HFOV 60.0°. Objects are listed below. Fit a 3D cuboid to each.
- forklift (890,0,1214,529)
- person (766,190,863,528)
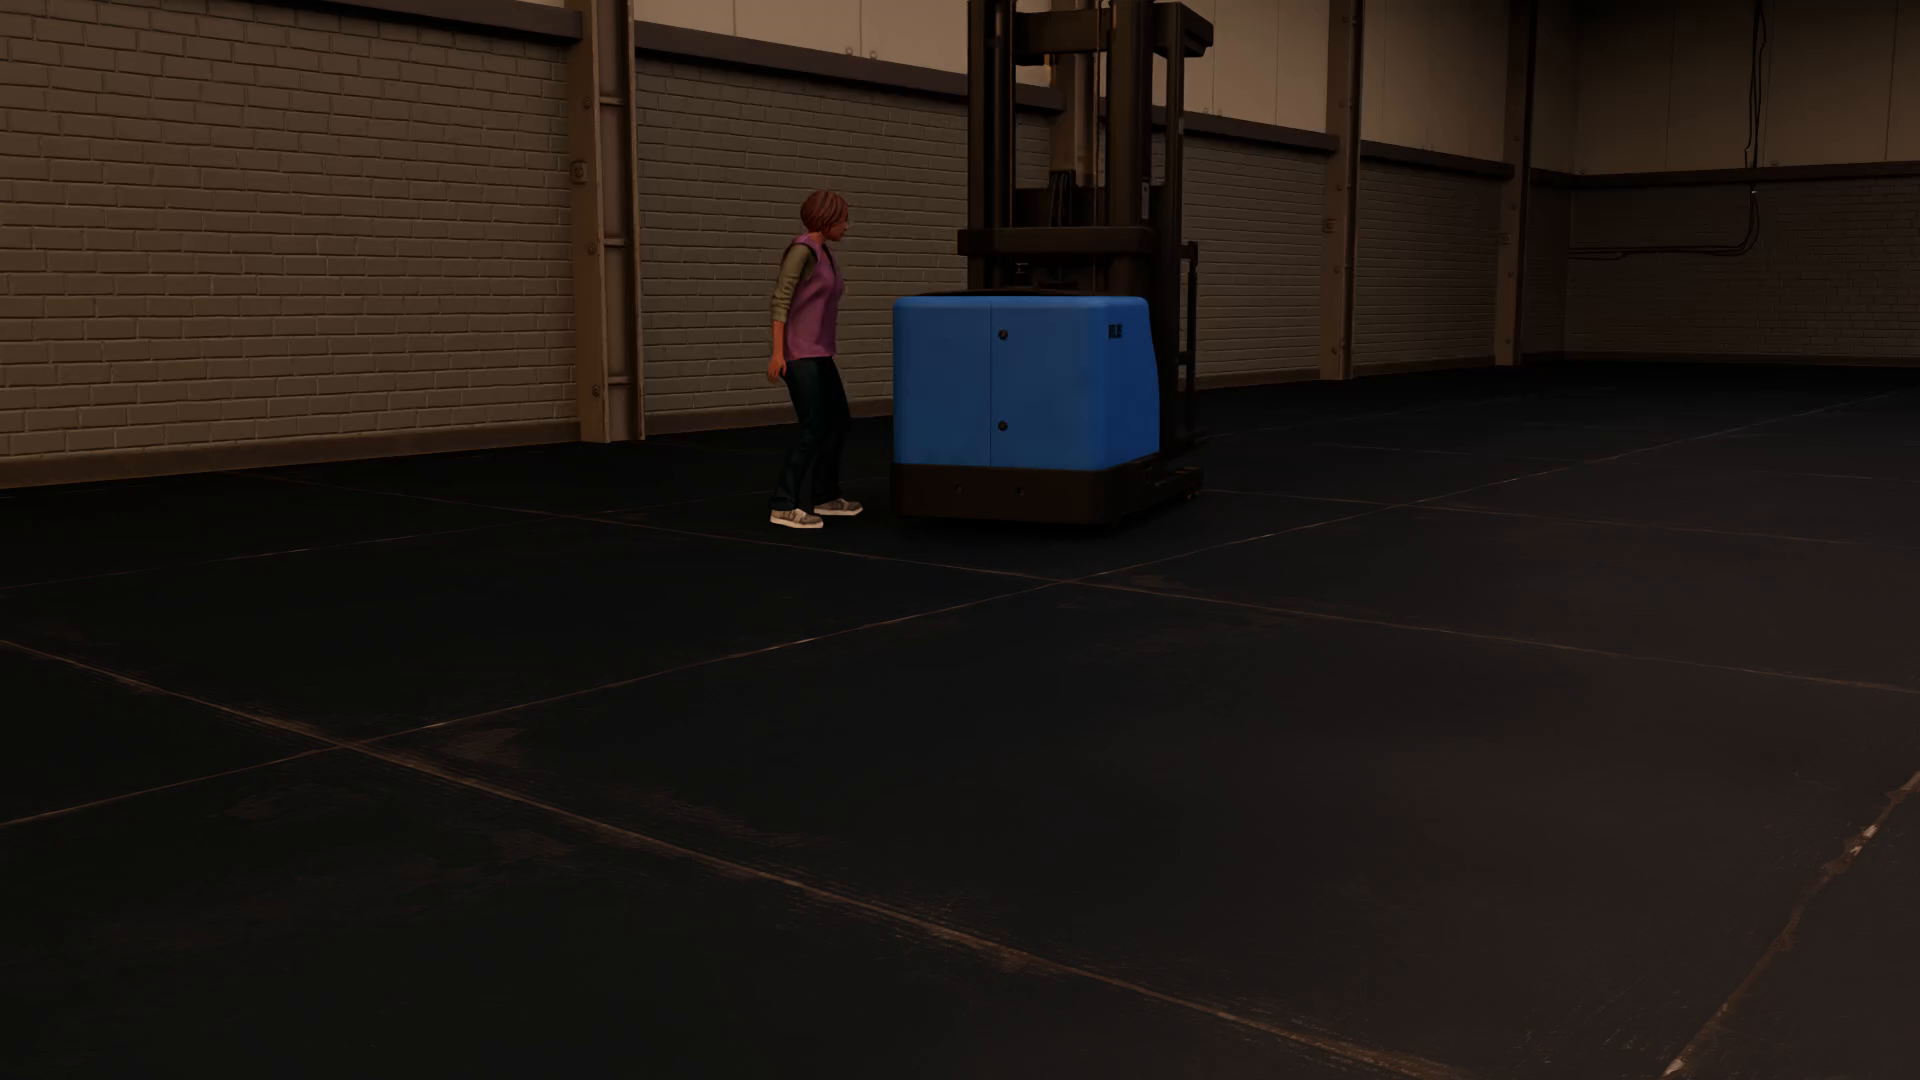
[{"bbox_3d":[0.679,-1.674,8.718,1.130,2.935,3.031,3,9,21],"label":"forklift"},{"bbox_3d":[-0.703,-0.849,7.843,0.381,1.570,0.728,2,8,11],"label":"person"}]
